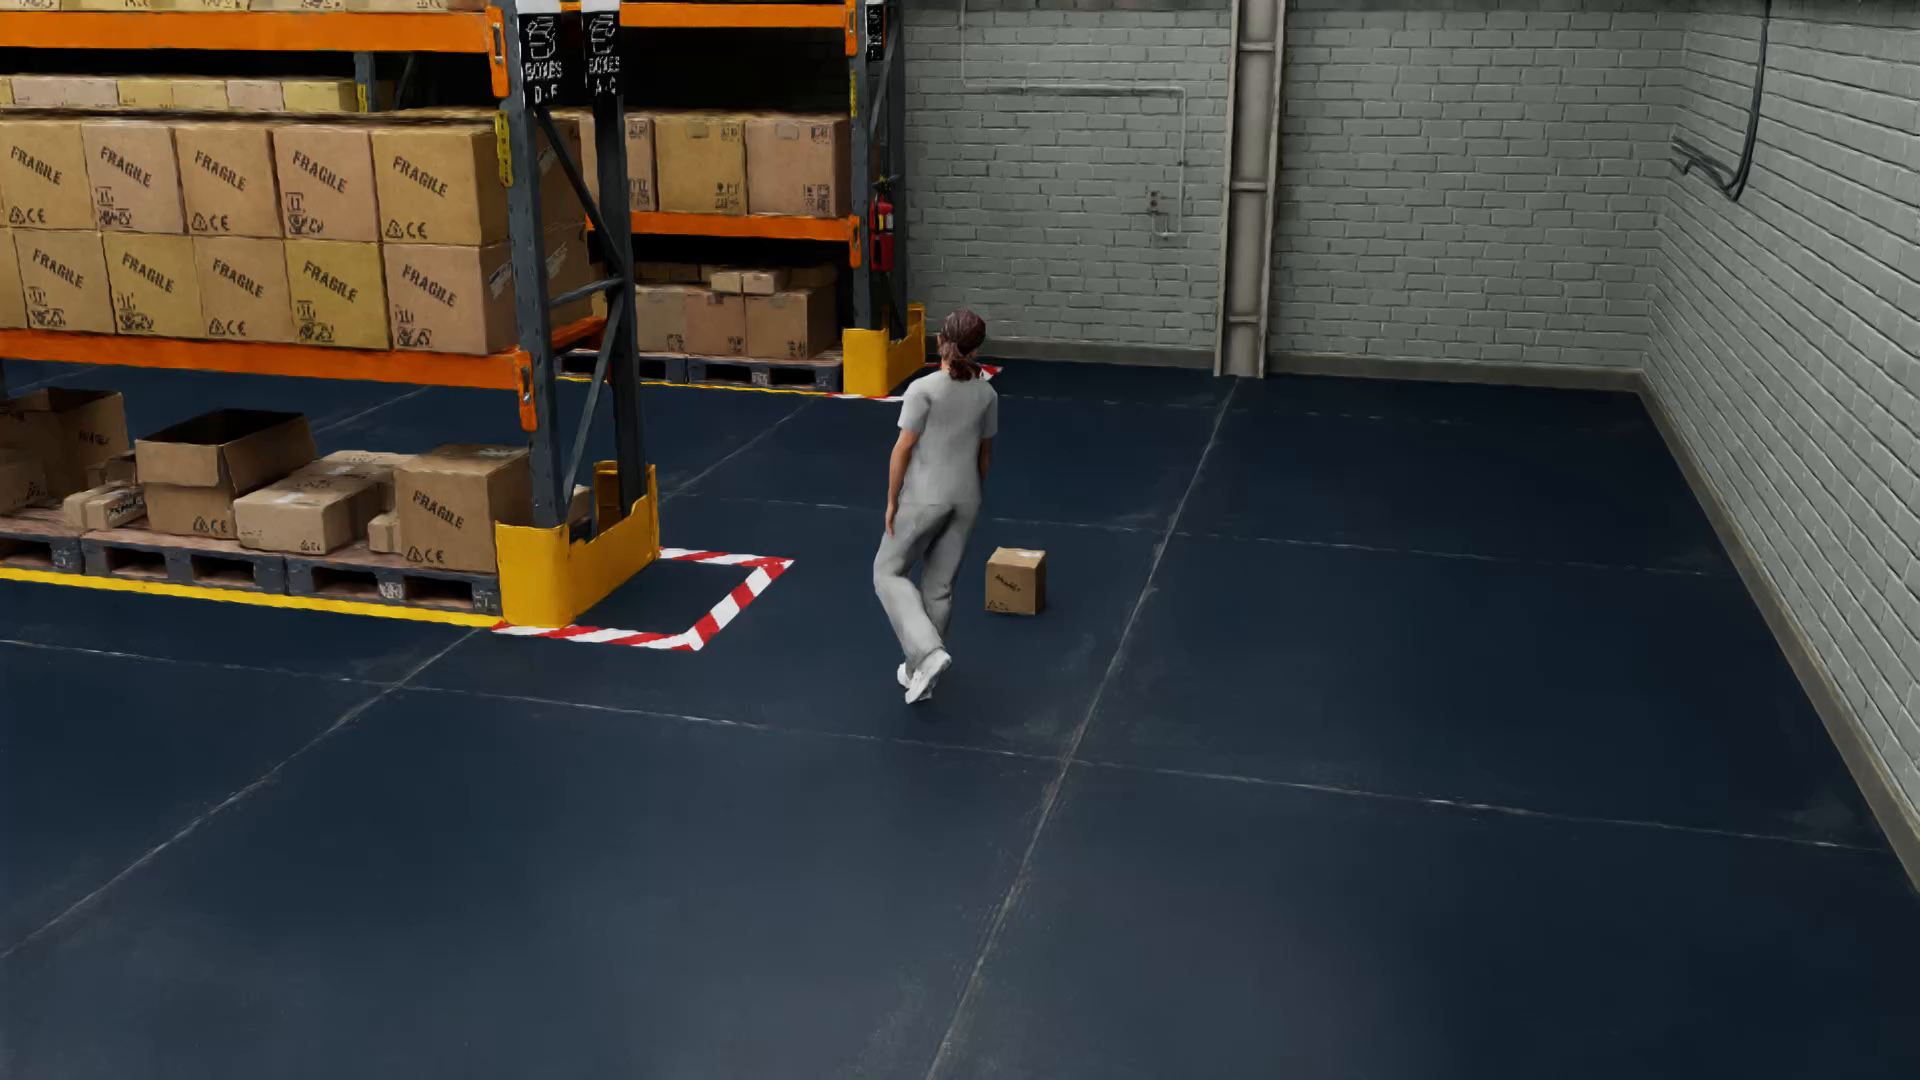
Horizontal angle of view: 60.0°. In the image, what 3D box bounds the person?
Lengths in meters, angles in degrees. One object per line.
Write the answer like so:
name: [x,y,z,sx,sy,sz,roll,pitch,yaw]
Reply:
person: [-0.064,-0.013,6.967,0.510,1.416,0.526,-9,20,-26]
